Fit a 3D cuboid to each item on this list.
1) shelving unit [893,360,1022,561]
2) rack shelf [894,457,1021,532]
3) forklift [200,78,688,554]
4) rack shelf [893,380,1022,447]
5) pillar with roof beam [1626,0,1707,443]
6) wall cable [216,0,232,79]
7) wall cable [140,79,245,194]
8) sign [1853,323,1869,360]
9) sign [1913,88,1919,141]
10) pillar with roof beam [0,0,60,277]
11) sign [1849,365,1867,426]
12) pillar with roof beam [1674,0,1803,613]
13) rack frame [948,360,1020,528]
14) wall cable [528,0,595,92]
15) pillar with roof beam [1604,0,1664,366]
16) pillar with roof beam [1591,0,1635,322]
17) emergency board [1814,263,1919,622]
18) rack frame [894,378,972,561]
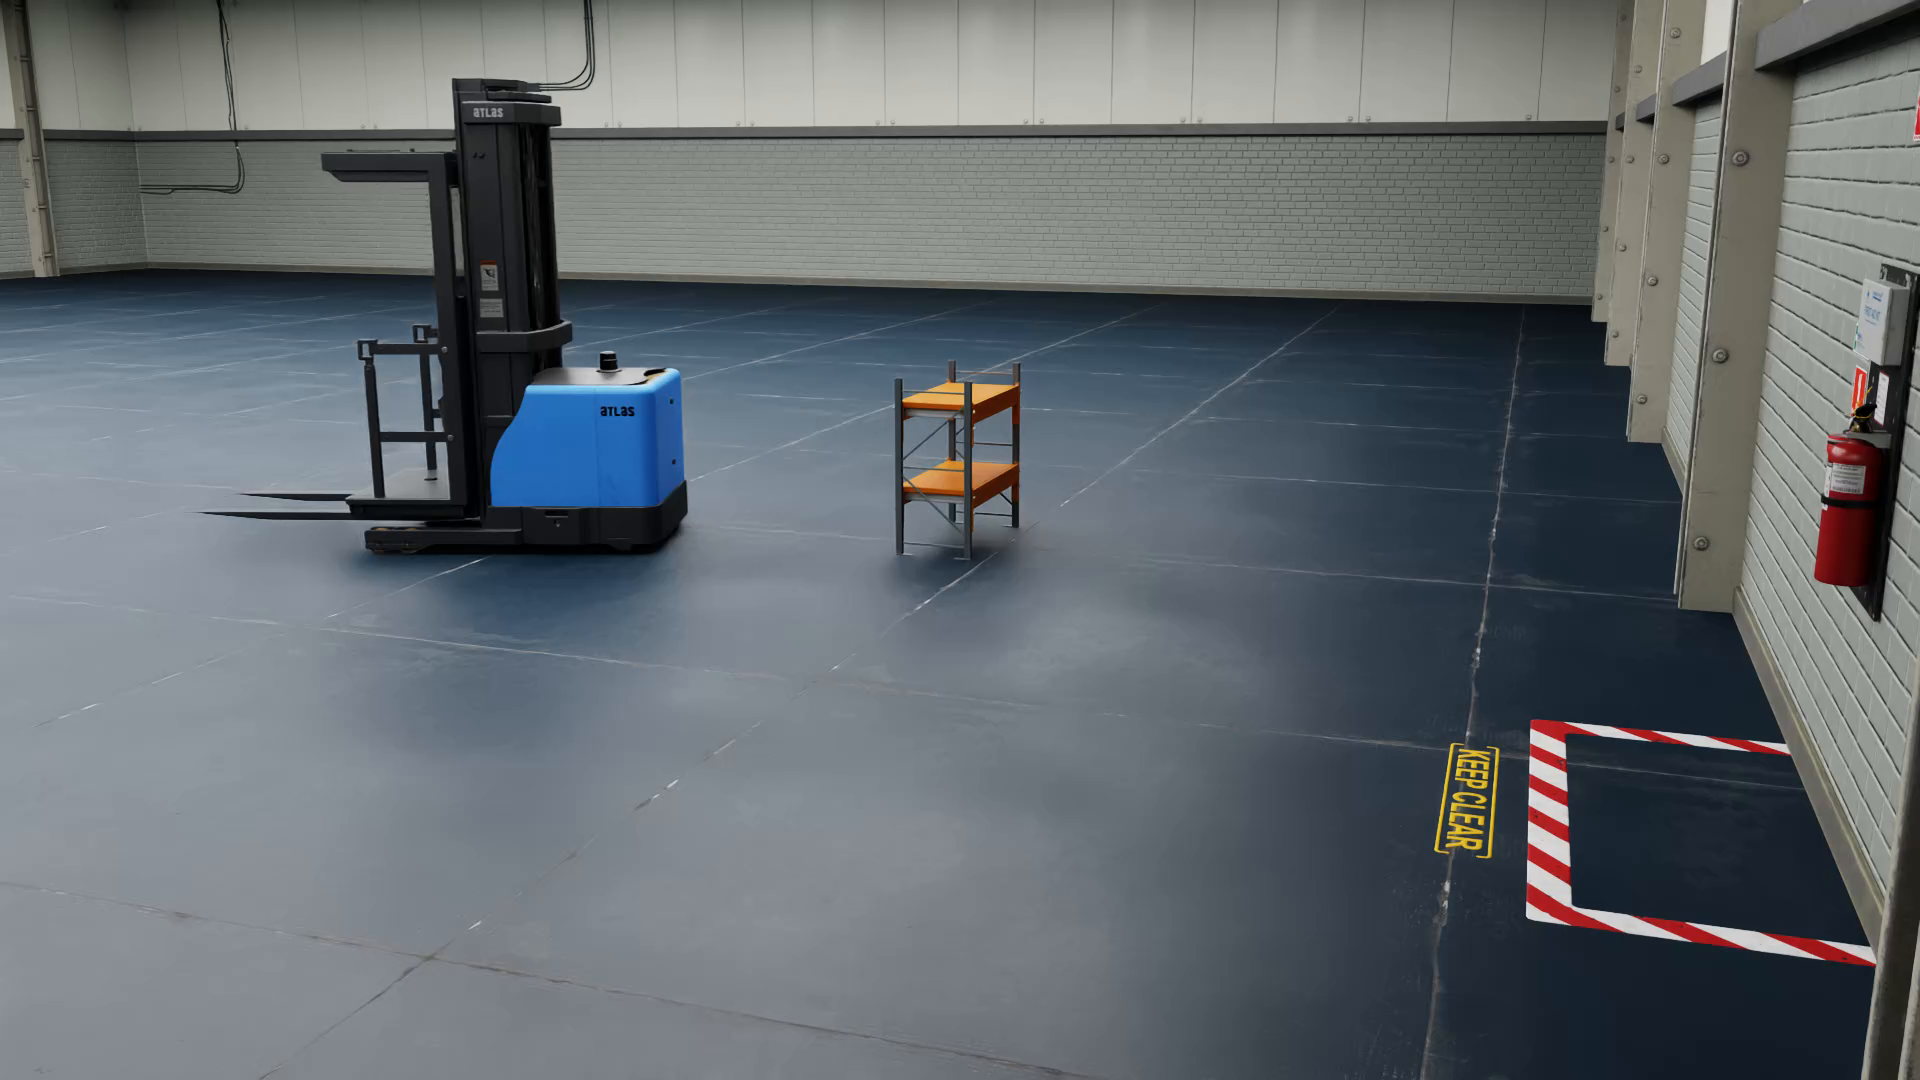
[{"bbox_3d":[-0.002,-0.547,10.857,0.538,1.125,1.048,4,14,18],"label":"shelving unit"},{"bbox_3d":[-0.002,-0.309,10.911,0.538,0.278,1.000,4,14,18],"label":"rack shelf"},{"bbox_3d":[-3.403,-1.457,10.783,3.031,2.935,1.130,0,13,2],"label":"forklift"},{"bbox_3d":[-0.002,-0.832,10.791,0.538,0.278,1.000,4,14,18],"label":"rack shelf"},{"bbox_3d":[2.100,-5.607,15.330,9.100,9.000,0.400,4,14,18],"label":"pillar with roof beam"},{"bbox_3d":[-14.986,-11.370,36.209,3.097,2.526,0.112,4,14,18],"label":"wall cable"},{"bbox_3d":[-17.545,-9.103,37.624,3.097,2.526,0.112,4,14,18],"label":"wall cable"},{"bbox_3d":[3.393,-0.747,6.250,0.001,0.109,0.331,4,14,18],"label":"sign"},{"bbox_3d":[3.223,-1.488,5.555,0.001,0.298,0.199,4,14,18],"label":"sign"},{"bbox_3d":[-15.676,-9.781,33.620,9.100,9.000,0.400,4,14,18],"label":"pillar with roof beam"},{"bbox_3d":[3.403,-0.489,6.311,0.001,0.329,0.234,4,14,18],"label":"sign"},{"bbox_3d":[0.158,-4.343,9.795,9.100,9.000,0.400,4,14,18],"label":"pillar with roof beam"},{"bbox_3d":[0.162,-0.654,11.325,0.500,1.125,0.032,4,14,18],"label":"rack frame"},{"bbox_3d":[-8.568,-11.588,33.891,2.305,6.003,0.169,4,14,18],"label":"wall cable"},{"bbox_3d":[4.041,-6.870,20.865,9.100,9.000,0.400,4,14,18],"label":"pillar with roof beam"},{"bbox_3d":[5.982,-8.133,26.400,9.100,9.000,0.400,4,14,18],"label":"pillar with roof beam"},{"bbox_3d":[3.126,-0.363,5.837,0.194,1.169,0.643,4,14,18],"label":"emergency board"},{"bbox_3d":[-0.167,-0.440,10.388,0.500,1.125,0.032,4,14,18],"label":"rack frame"}]
